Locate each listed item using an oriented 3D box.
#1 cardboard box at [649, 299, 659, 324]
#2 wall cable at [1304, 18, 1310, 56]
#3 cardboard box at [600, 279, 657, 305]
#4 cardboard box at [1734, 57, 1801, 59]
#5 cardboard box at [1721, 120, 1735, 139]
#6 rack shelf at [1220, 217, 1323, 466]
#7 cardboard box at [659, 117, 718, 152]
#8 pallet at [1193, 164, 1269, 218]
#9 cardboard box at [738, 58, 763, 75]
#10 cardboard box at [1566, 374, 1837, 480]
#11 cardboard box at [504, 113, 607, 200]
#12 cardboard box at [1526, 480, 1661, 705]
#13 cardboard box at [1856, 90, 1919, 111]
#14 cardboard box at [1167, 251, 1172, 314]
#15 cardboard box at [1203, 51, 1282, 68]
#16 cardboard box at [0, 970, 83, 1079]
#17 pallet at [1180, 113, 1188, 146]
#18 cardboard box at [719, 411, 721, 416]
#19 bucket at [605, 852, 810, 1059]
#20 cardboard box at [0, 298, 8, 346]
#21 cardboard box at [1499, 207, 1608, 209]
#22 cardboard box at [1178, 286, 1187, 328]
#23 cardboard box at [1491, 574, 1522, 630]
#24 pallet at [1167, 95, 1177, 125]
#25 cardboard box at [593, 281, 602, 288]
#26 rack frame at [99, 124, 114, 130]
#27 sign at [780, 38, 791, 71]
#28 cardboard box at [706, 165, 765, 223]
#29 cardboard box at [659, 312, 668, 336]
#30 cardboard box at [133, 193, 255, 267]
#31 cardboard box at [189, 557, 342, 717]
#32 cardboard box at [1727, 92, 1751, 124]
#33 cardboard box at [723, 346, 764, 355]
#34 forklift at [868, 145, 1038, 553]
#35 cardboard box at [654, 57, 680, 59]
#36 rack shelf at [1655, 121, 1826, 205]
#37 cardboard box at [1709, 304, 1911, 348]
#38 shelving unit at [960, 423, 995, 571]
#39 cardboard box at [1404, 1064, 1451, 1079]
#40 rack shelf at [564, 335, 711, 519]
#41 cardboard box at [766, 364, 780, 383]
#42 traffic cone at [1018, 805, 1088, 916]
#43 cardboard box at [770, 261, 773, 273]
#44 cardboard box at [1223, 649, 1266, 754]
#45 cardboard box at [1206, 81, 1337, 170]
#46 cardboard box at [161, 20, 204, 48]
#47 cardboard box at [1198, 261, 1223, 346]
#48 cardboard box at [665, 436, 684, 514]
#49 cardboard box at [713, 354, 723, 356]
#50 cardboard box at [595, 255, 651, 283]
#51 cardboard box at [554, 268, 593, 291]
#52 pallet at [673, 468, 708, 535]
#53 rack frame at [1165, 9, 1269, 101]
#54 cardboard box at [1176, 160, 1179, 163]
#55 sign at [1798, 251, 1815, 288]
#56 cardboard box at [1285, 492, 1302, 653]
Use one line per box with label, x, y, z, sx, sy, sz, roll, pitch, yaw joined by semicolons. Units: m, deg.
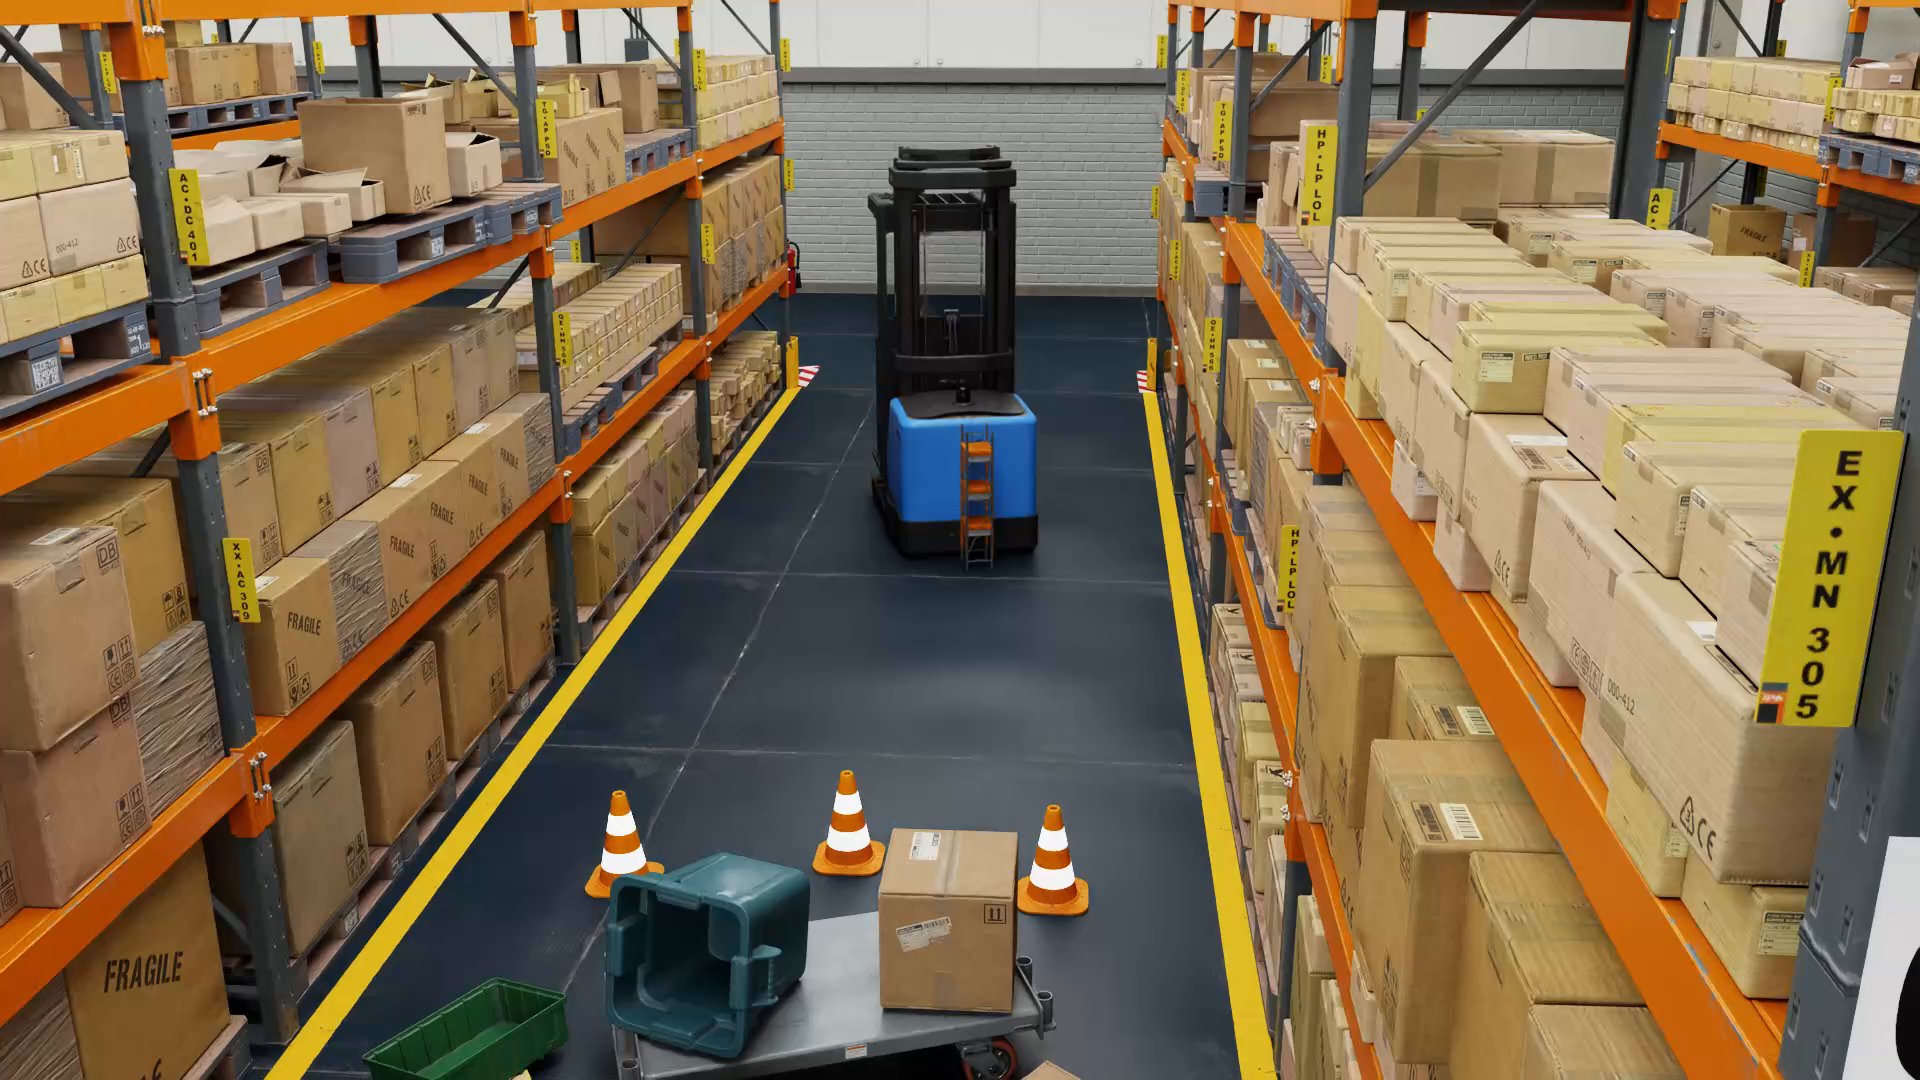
cardboard box;-2.514;-1.747;12.689;0.380;0.149;0.250;1;18;2
wall cable;3.479;-7.667;21.869;2.355;3.000;0.029;1;18;4
cardboard box;-2.521;-1.886;12.635;0.380;0.149;0.250;1;18;4
cardboard box;7.800;-4.540;16.104;0.500;0.250;0.500;1;18;2
cardboard box;7.092;-3.689;14.951;0.380;0.149;0.250;1;18;4
rack shelf;1.885;-1.038;7.613;1.077;0.370;4.000;1;18;4
cardboard box;-2.332;-3.390;13.874;0.500;0.250;0.500;2;18;7
pallet;2.022;-2.113;10.040;1.213;0.211;1.003;2;18;6
cardboard box;-2.117;-4.573;16.041;0.380;0.149;0.250;2;18;5
cardboard box;1.336;-0.200;3.023;0.380;0.149;0.250;1;18;4
cardboard box;-2.581;-2.455;10.620;0.500;0.500;0.500;1;18;4
cardboard box;1.274;0.092;2.770;0.500;0.250;0.500;1;18;3
cardboard box;6.860;-3.236;12.254;0.380;0.149;0.250;2;18;5
cardboard box;2.147;-2.332;15.062;0.500;0.500;0.500;1;18;3
cardboard box;2.380;-3.959;14.371;0.797;0.503;0.637;3;18;8
cardboard box;-3.378;1.871;5.133;0.875;0.875;0.875;1;18;4
pallet;2.385;-3.455;13.977;1.003;0.211;1.213;1;18;4
cardboard box;-2.374;-1.146;15.030;0.380;0.149;0.250;1;18;4
bucket;-0.913;1.514;6.301;0.726;0.611;0.620;8;10;23
cardboard box;-2.963;-0.608;4.712;0.380;0.149;0.250;1;18;4
cardboard box;2.219;-1.218;6.571;0.500;0.250;0.500;1;18;3
cardboard box;2.003;-1.854;13.203;0.500;0.250;0.500;1;18;2
cardboard box;1.322;0.088;3.422;0.380;0.149;0.250;1;18;2
pallet;2.560;-4.213;16.289;1.003;0.211;1.213;1;18;4
cardboard box;-3.116;-2.007;13.482;0.380;0.149;0.250;2;18;5
rack frame;-7.569;-2.040;14.330;1.000;3.000;0.127;1;18;4
sign;-1.790;-4.967;17.026;0.100;0.325;0.005;1;18;4
cardboard box;-2.192;-3.337;16.046;0.500;0.500;0.500;2;18;7
cardboard box;-2.498;-1.692;12.998;0.380;0.149;0.250;1;18;4
cardboard box;-2.910;-1.203;6.342;0.258;0.266;0.396;1;18;3
cardboard box;-2.896;0.382;6.778;0.500;0.500;0.500;1;18;5
cardboard box;7.170;-3.837;14.760;0.500;0.250;0.500;1;18;3
cardboard box;-2.176;-1.858;16.725;0.380;0.149;0.250;1;18;2
forklift;-0.145;-1.713;13.444;1.130;2.935;3.031;-3;18;-8
cardboard box;-2.739;-4.589;16.090;0.380;0.149;0.250;2;18;5
rack shelf;7.410;-3.413;14.861;1.077;0.370;4.000;1;18;4
cardboard box;1.921;-0.432;3.729;0.380;0.149;0.250;2;18;5
shelving unit;0.125;-0.313;12.192;0.215;1.050;0.252;-3;18;-8
cardboard box;1.299;1.234;3.701;0.500;0.500;0.500;1;18;4
rack shelf;-2.772;-0.934;12.113;1.077;0.370;4.000;1;18;4
cardboard box;-2.089;-1.734;17.303;0.380;0.149;0.250;2;18;6
traffic cone;0.435;1.455;7.738;0.336;0.463;0.334;1;18;4
cardboard box;-2.139;-2.836;17.166;0.380;0.149;0.250;1;18;4
cardboard box;1.933;0.878;8.973;0.950;0.372;0.625;1;18;3
cardboard box;1.910;-2.560;10.267;0.700;0.500;0.500;0;18;1
cardboard box;-7.437;-4.731;15.527;0.500;0.250;0.500;1;18;2
cardboard box;1.876;-1.579;11.158;0.500;0.500;0.500;1;18;4
cardboard box;-2.468;-0.514;13.015;0.500;0.500;0.500;1;18;3
cardboard box;-2.641;-1.807;17.047;0.380;0.149;0.250;2;18;5
cardboard box;-2.876;-2.243;14.312;0.500;0.500;0.500;1;18;4
cardboard box;-3.130;-2.062;13.171;0.380;0.149;0.250;2;18;5
pallet;-2.683;-0.331;13.593;1.003;0.211;1.213;1;18;4
rack frame;2.602;-5.912;16.512;1.000;3.000;0.127;1;18;4
cardboard box;2.353;-3.705;16.603;0.380;0.149;0.250;2;18;5
sign;6.725;-2.130;13.215;0.100;0.325;0.005;1;18;4
cardboard box;1.546;0.129;6.399;0.500;0.500;0.500;1;18;3
